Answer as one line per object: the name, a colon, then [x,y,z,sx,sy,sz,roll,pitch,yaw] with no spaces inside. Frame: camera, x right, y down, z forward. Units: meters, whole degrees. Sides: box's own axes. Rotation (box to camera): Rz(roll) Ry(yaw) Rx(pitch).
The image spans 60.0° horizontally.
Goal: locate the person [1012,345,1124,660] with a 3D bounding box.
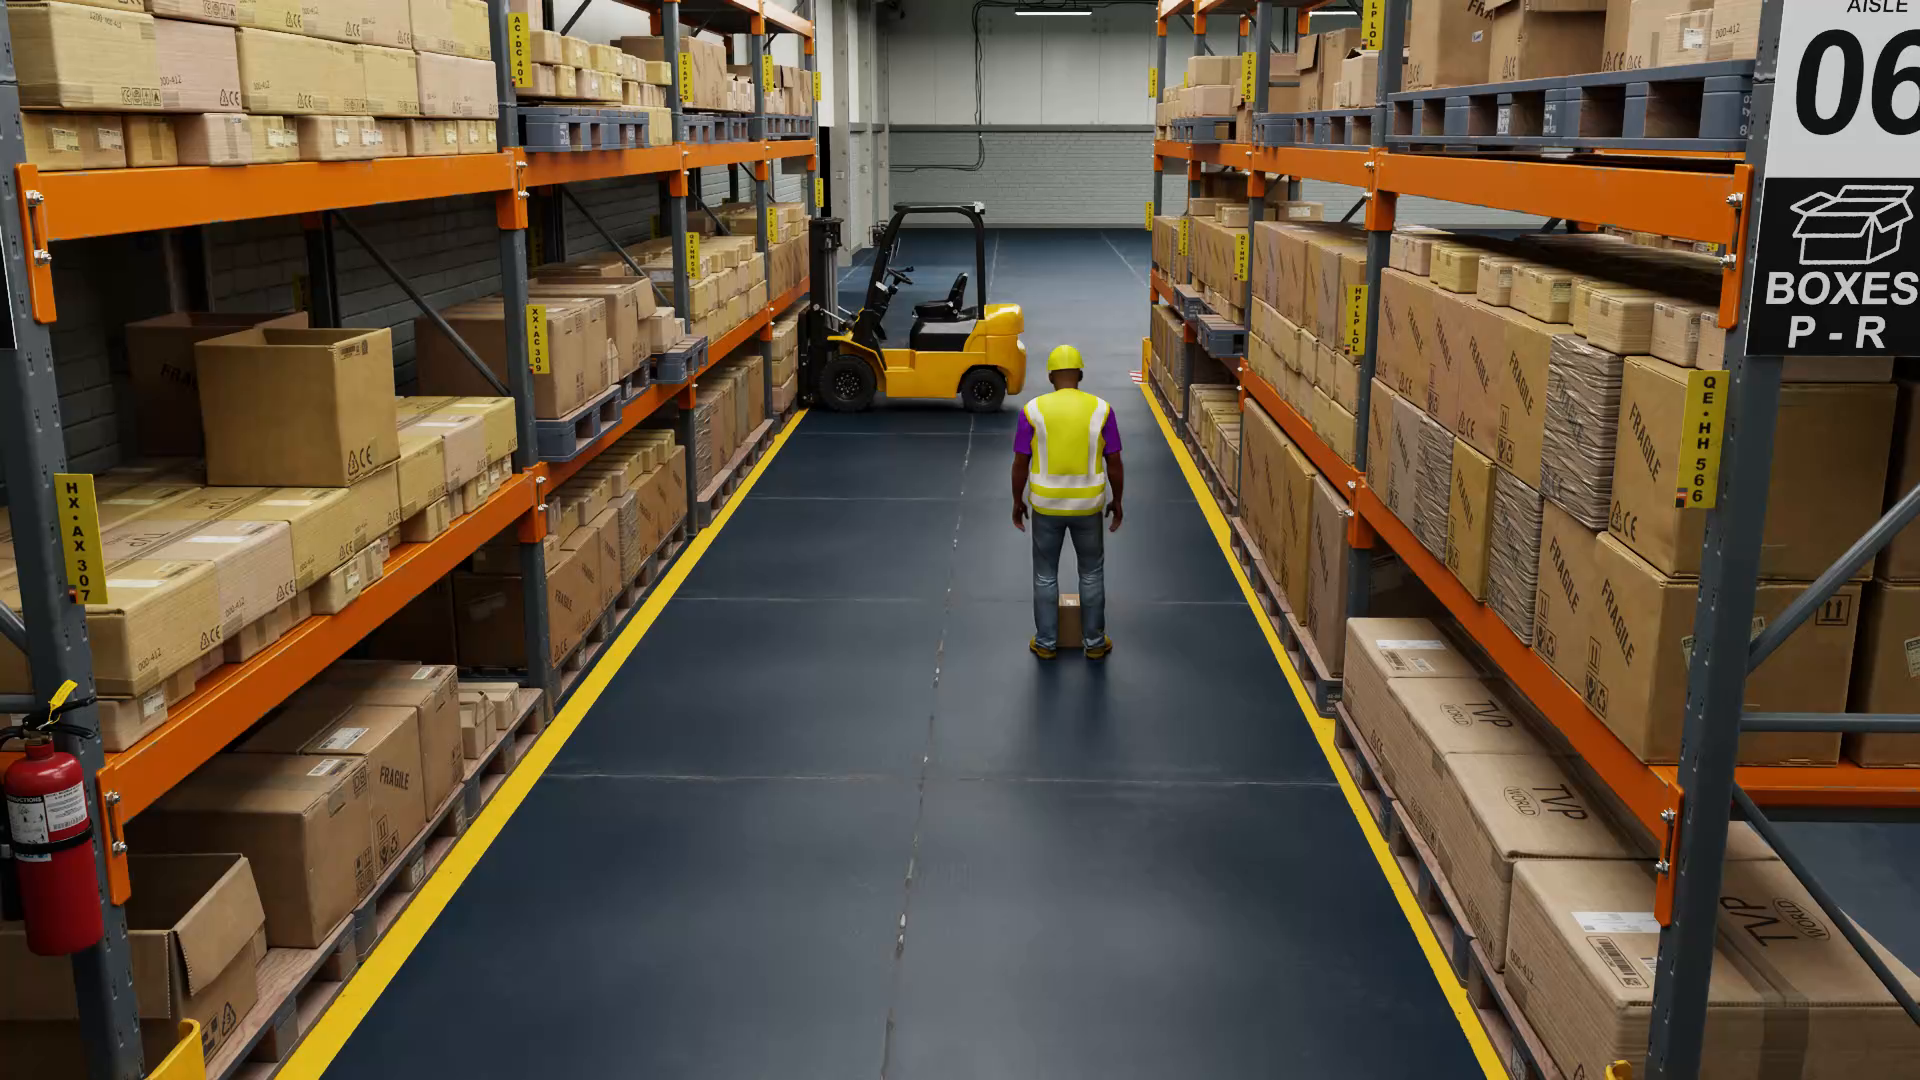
person: [0.601,-0.205,9.303,0.627,1.756,0.461,0,14,2]
